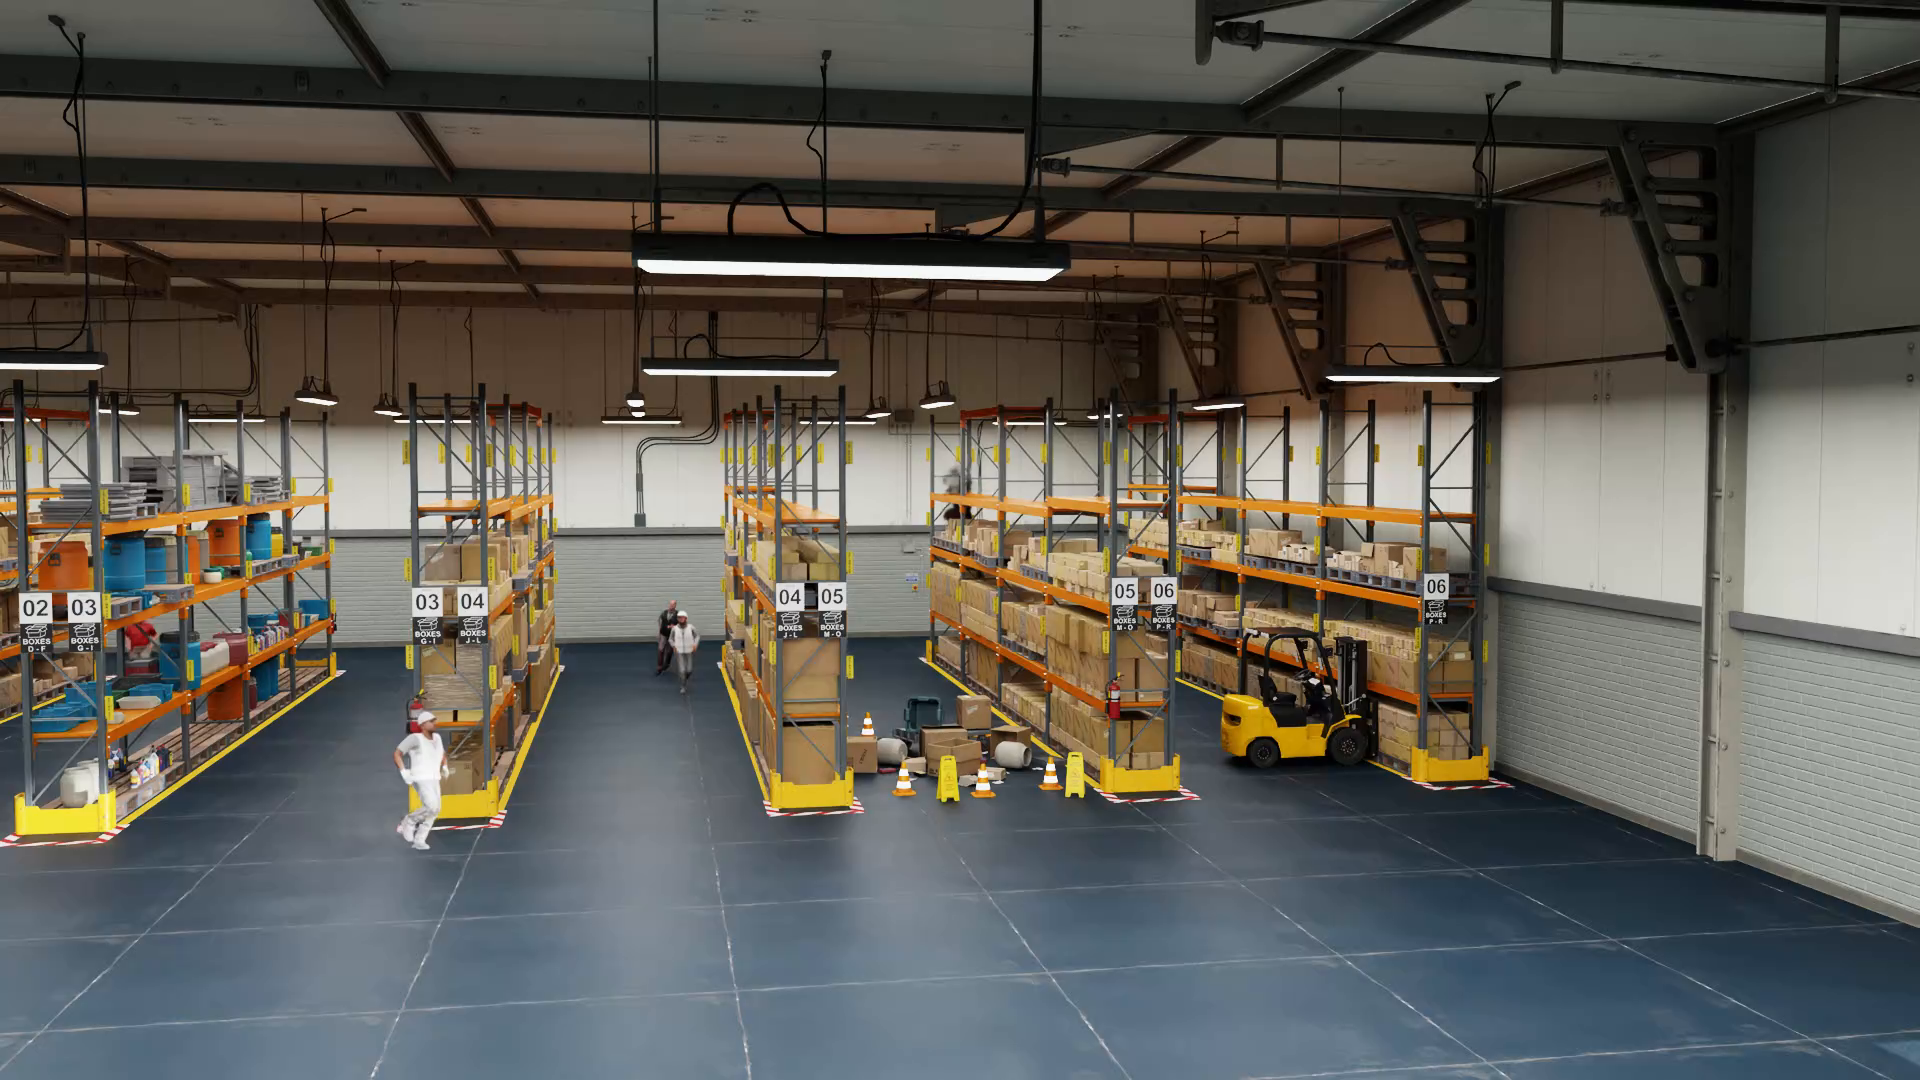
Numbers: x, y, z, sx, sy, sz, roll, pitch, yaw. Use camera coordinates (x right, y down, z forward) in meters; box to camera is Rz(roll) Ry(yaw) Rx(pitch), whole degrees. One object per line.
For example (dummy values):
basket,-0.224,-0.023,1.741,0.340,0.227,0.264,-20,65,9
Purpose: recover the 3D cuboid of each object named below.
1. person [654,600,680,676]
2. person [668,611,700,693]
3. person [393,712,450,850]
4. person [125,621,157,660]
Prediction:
person,-6.635,2.220,38.198,0.679,1.707,0.883,0,3,-1
person,-5.821,2.365,35.089,0.666,1.737,0.528,0,3,-9
person,-6.801,3.070,21.276,0.534,1.723,0.745,1,3,22
person,-17.478,2.362,35.464,0.652,1.678,0.595,-1,3,-20
